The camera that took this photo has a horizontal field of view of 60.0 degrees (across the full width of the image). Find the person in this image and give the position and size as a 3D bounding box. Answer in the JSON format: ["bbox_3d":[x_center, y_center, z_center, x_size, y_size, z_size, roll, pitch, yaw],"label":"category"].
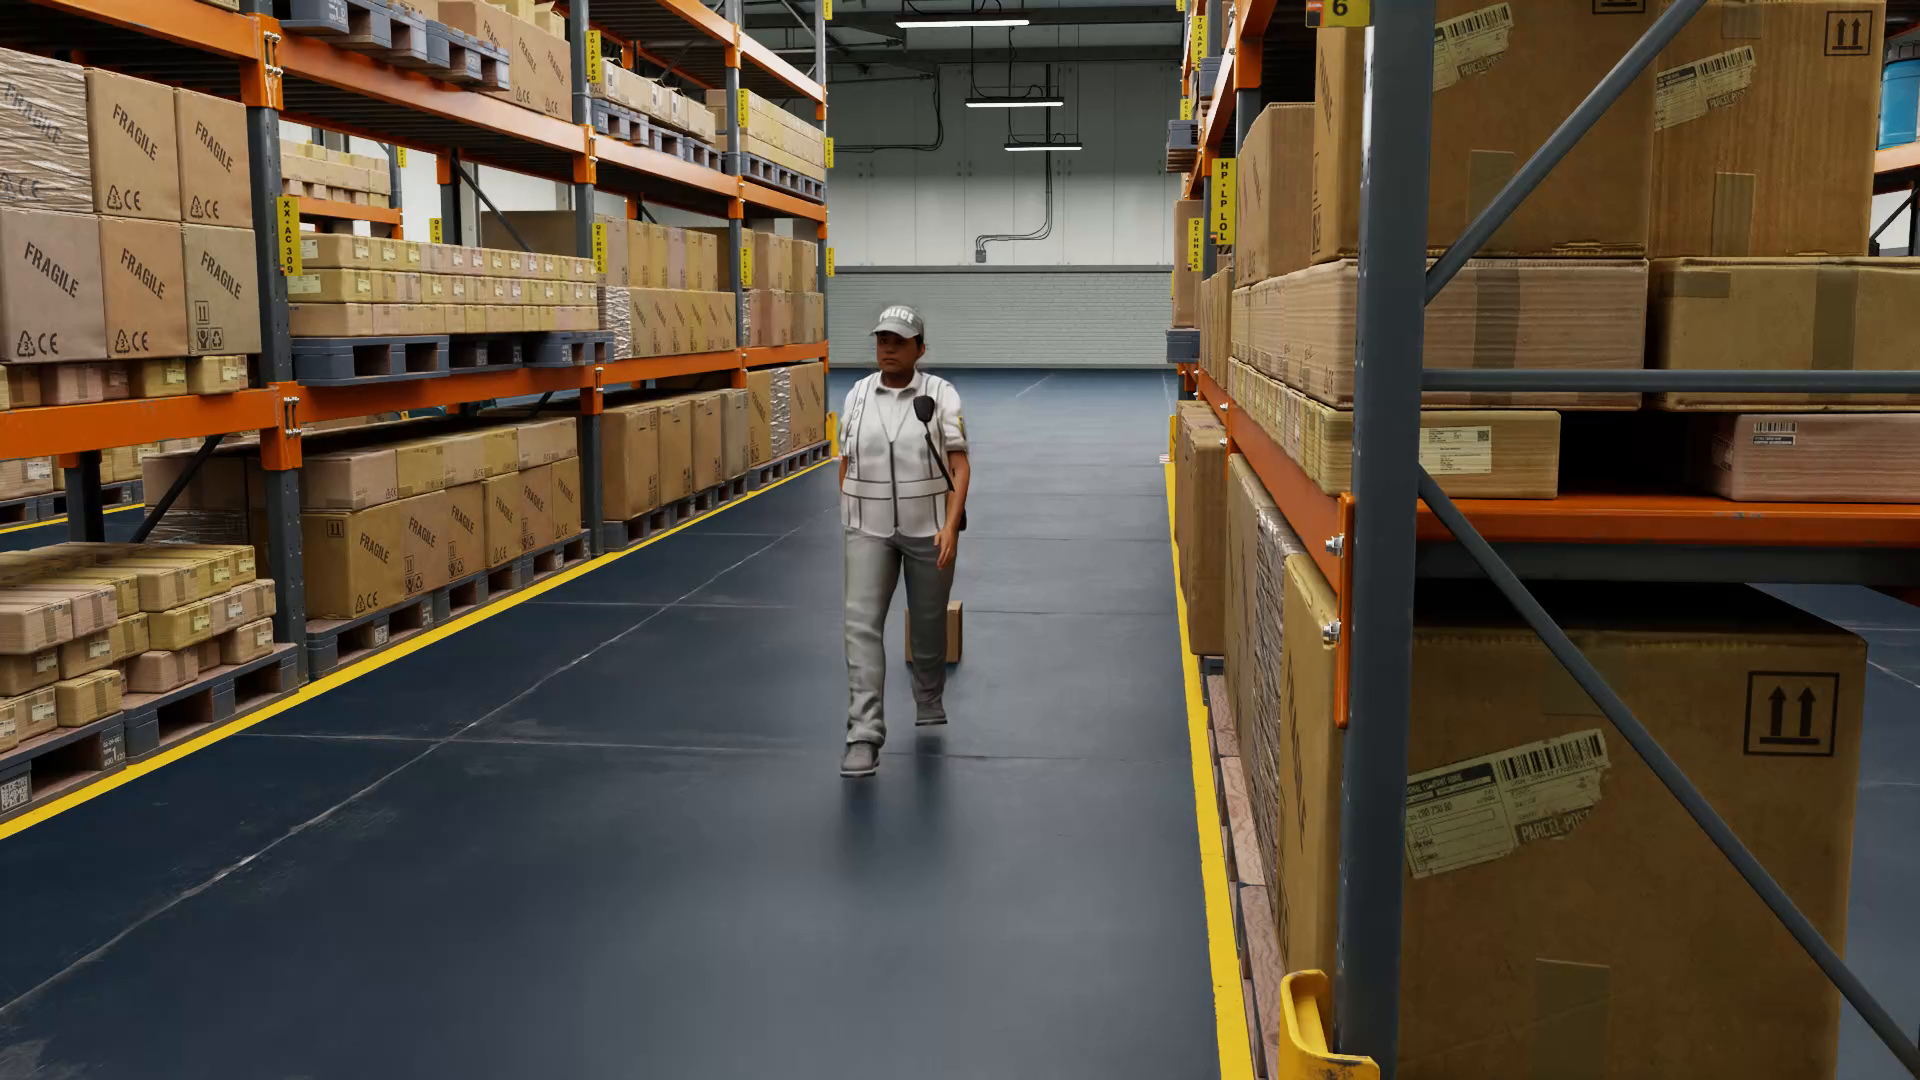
[{"bbox_3d":[-0.207,-0.033,5.960,0.490,1.600,1.027,0,8,3],"label":"person"}]
